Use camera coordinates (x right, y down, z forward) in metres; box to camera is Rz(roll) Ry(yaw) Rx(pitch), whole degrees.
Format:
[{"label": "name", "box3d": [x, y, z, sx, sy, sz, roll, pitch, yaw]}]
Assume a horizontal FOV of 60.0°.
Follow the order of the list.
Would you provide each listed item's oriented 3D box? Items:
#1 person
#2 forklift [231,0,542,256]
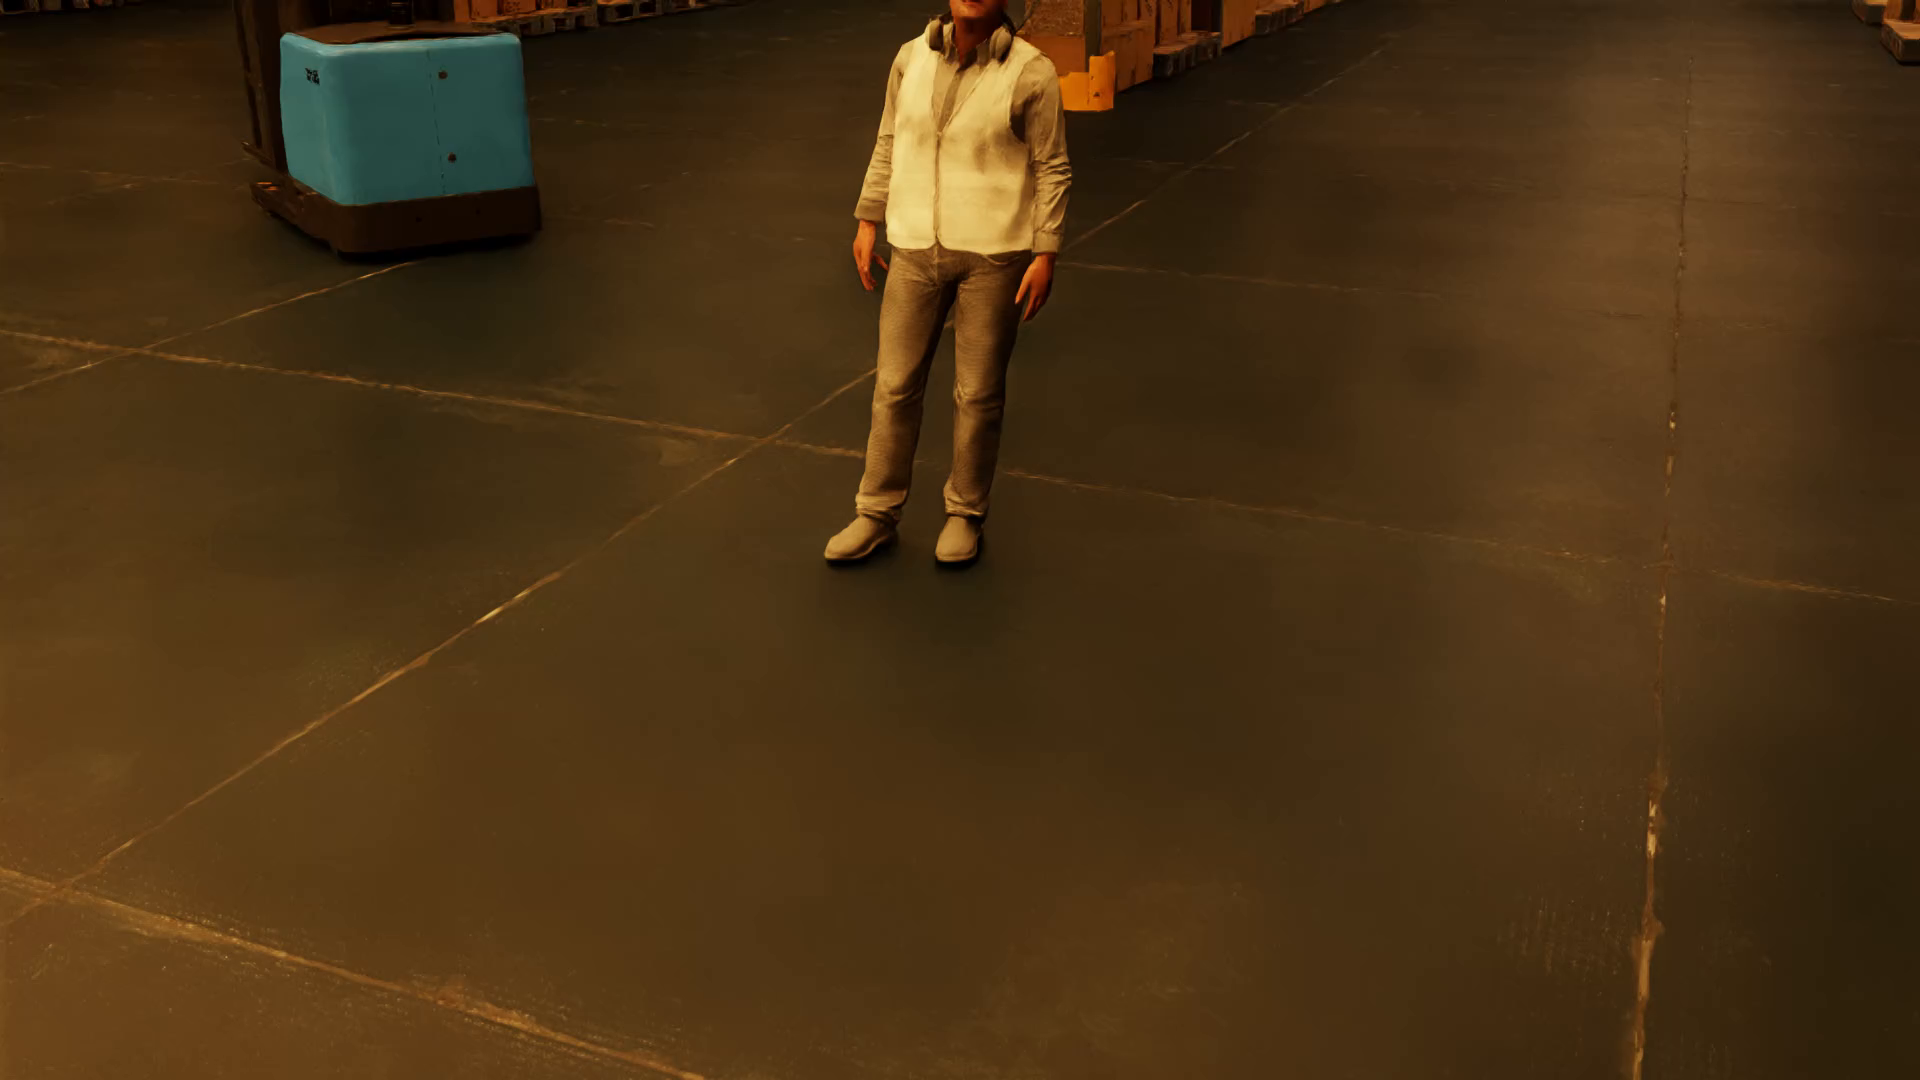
[{"label": "person", "box3d": [-0.031, -0.804, 4.698, 0.632, 1.773, 0.567, 9, 24, 21]}, {"label": "forklift", "box3d": [-3.479, -3.307, 9.204, 1.130, 2.935, 3.031, -15, 27, -31]}]
